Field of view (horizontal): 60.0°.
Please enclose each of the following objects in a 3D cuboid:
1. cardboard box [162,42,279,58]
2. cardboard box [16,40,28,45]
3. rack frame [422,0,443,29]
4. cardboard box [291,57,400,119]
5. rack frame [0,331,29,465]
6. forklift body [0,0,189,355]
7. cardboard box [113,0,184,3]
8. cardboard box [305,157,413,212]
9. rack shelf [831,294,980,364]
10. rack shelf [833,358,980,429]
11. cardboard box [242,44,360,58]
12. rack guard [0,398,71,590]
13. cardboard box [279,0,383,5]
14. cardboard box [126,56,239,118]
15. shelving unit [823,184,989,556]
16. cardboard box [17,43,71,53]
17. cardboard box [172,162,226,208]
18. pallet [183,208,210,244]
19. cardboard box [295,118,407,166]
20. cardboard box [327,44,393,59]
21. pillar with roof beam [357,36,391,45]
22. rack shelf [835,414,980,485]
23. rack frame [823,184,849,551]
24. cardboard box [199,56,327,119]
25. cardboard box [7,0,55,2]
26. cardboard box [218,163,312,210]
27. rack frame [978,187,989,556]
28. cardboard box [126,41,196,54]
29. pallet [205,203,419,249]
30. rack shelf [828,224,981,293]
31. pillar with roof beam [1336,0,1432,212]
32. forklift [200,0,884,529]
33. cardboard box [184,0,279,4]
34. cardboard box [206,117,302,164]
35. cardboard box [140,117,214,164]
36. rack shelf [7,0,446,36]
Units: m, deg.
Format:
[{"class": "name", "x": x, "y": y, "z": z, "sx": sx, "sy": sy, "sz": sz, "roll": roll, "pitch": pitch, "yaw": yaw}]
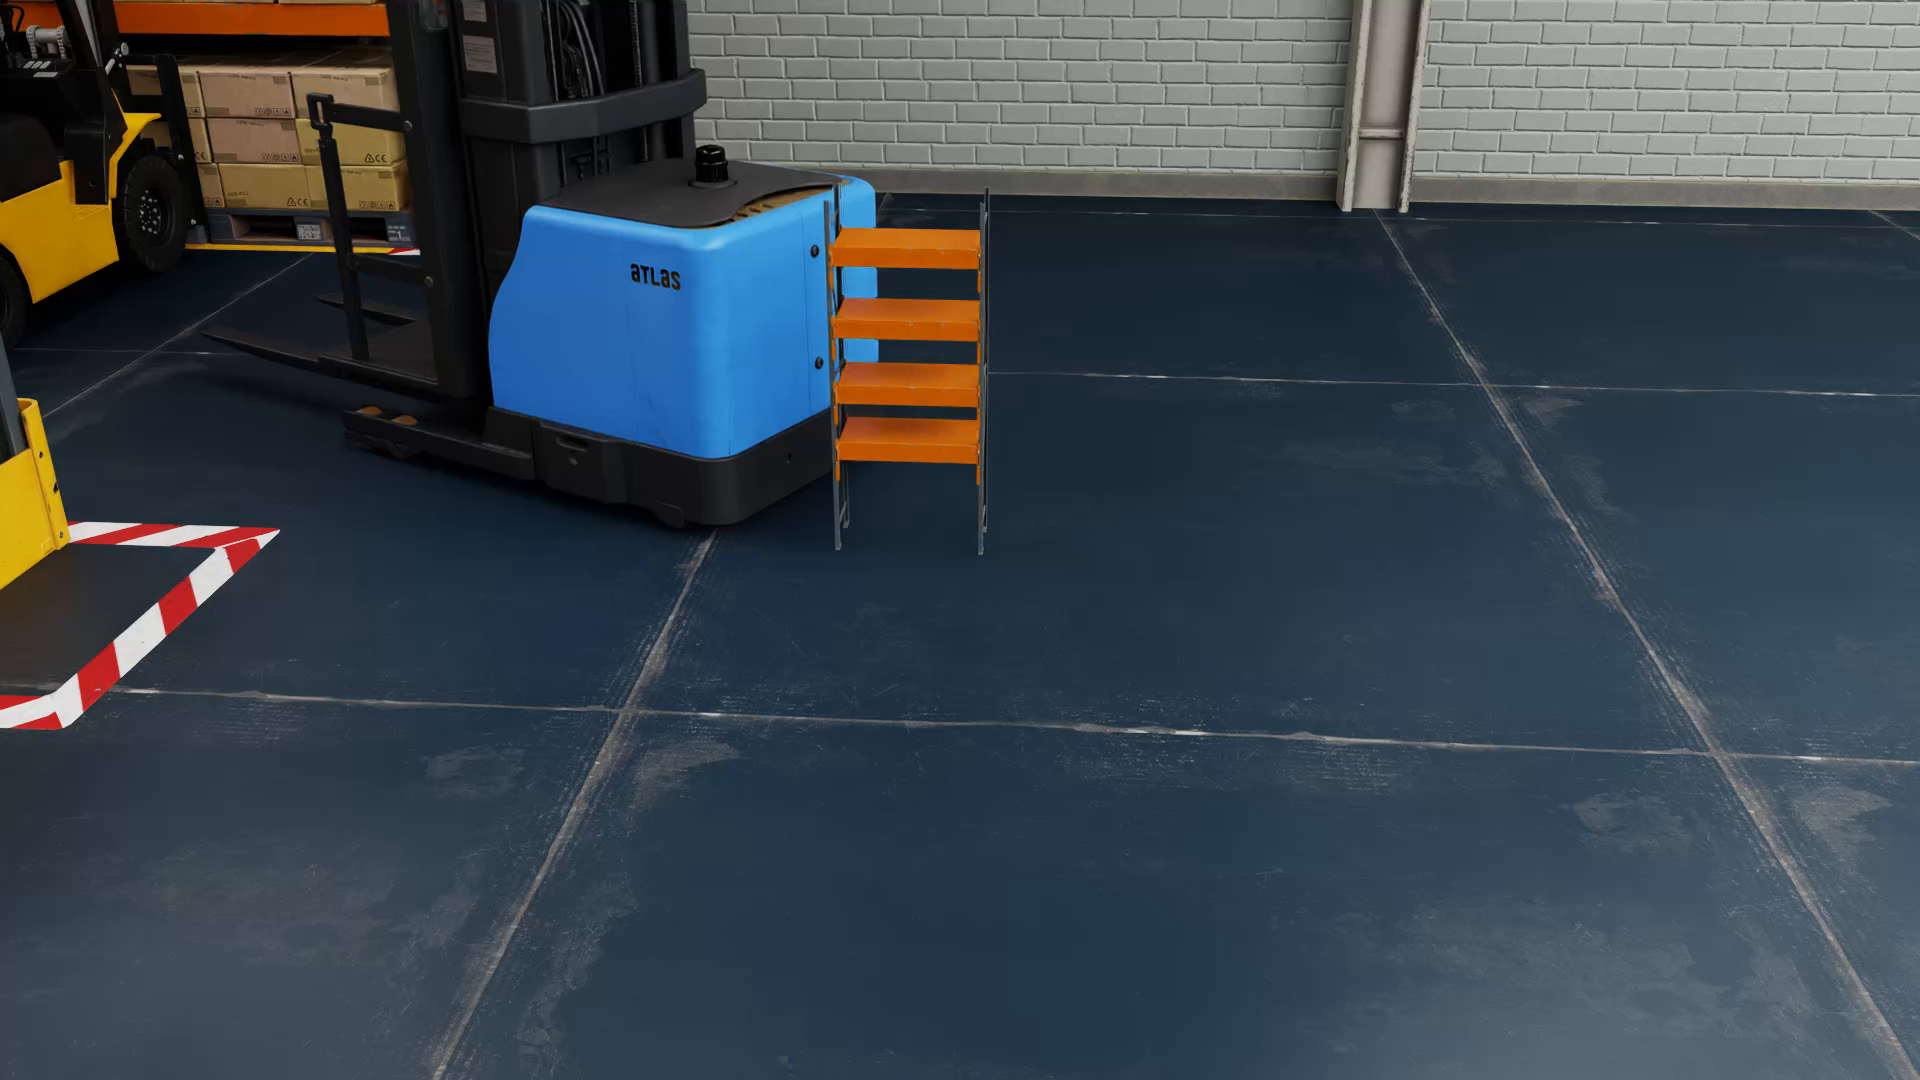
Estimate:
[{"class": "cardboard box", "x": -4.294, "y": -2.735, "z": 9.696, "sx": 0.500, "sy": 0.250, "sz": 0.500, "roll": 2, "pitch": 25, "yaw": 4}, {"class": "cardboard box", "x": -5.809, "y": -2.788, "z": 9.812, "sx": 0.500, "sy": 0.250, "sz": 0.500, "roll": 1, "pitch": 25, "yaw": 3}, {"class": "rack frame", "x": -2.833, "y": -3.210, "z": 9.137, "sx": 0.127, "sy": 3.000, "sz": 1.000, "roll": 2, "pitch": 25, "yaw": 4}, {"class": "cardboard box", "x": -3.316, "y": -2.490, "z": 9.164, "sx": 0.500, "sy": 0.250, "sz": 0.500, "roll": 3, "pitch": 25, "yaw": 6}, {"class": "rack frame", "x": -3.209, "y": -1.141, "z": 4.640, "sx": 0.127, "sy": 3.000, "sz": 1.000, "roll": 2, "pitch": 25, "yaw": 4}, {"class": "forklift body", "x": -4.863, "y": -2.124, "z": 7.794, "sx": 1.214, "sy": 2.155, "sz": 2.313, "roll": 2, "pitch": 25, "yaw": 4}, {"class": "cardboard box", "x": -4.371, "y": -3.198, "z": 8.992, "sx": 0.500, "sy": 0.500, "sz": 0.500, "roll": 1, "pitch": 25, "yaw": 3}, {"class": "cardboard box", "x": -3.326, "y": -2.035, "z": 9.370, "sx": 0.500, "sy": 0.250, "sz": 0.500, "roll": 2, "pitch": 25, "yaw": 4}, {"class": "rack shelf", "x": -0.165, "y": -0.692, "z": 5.445, "sx": 0.480, "sy": 0.148, "sz": 0.258, "roll": 2, "pitch": 25, "yaw": 4}, {"class": "rack shelf", "x": -0.165, "y": -0.489, "z": 5.539, "sx": 0.480, "sy": 0.148, "sz": 0.258, "roll": 2, "pitch": 25, "yaw": 4}, {"class": "cardboard box", "x": -3.796, "y": -2.714, "z": 9.651, "sx": 0.500, "sy": 0.250, "sz": 0.500, "roll": 2, "pitch": 25, "yaw": 4}, {"class": "rack guard", "x": -3.285, "y": -0.008, "z": 5.168, "sx": 0.348, "sy": 0.500, "sz": 1.175, "roll": 2, "pitch": 25, "yaw": 4}, {"class": "cardboard box", "x": -3.344, "y": -3.161, "z": 8.912, "sx": 0.500, "sy": 0.500, "sz": 0.500, "roll": 1, "pitch": 25, "yaw": 3}, {"class": "cardboard box", "x": -4.329, "y": -2.516, "z": 9.220, "sx": 0.500, "sy": 0.250, "sz": 0.500, "roll": 2, "pitch": 25, "yaw": 5}, {"class": "shelving unit", "x": -0.165, "y": -0.550, "z": 5.511, "sx": 0.503, "sy": 1.200, "sz": 0.258, "roll": 2, "pitch": 25, "yaw": 4}, {"class": "cardboard box", "x": -5.306, "y": -2.767, "z": 9.765, "sx": 0.500, "sy": 0.250, "sz": 0.500, "roll": 2, "pitch": 25, "yaw": 4}, {"class": "cardboard box", "x": -4.319, "y": -2.074, "z": 9.456, "sx": 0.500, "sy": 0.250, "sz": 0.500, "roll": 2, "pitch": 25, "yaw": 5}, {"class": "pallet", "x": -4.812, "y": -1.990, "z": 9.822, "sx": 1.213, "sy": 0.211, "sz": 1.003, "roll": 2, "pitch": 25, "yaw": 4}, {"class": "cardboard box", "x": -3.342, "y": -2.264, "z": 9.270, "sx": 0.500, "sy": 0.250, "sz": 0.500, "roll": 2, "pitch": 25, "yaw": 3}, {"class": "cardboard box", "x": -3.298, "y": -2.700, "z": 9.620, "sx": 0.500, "sy": 0.250, "sz": 0.500, "roll": 1, "pitch": 25, "yaw": 3}, {"class": "pillar with roof beam", "x": -3.788, "y": -4.539, "z": 4.848, "sx": 0.400, "sy": 9.000, "sz": 9.100, "roll": 2, "pitch": 25, "yaw": 4}, {"class": "rack shelf", "x": -0.165, "y": -0.309, "z": 5.622, "sx": 0.480, "sy": 0.148, "sz": 0.258, "roll": 2, "pitch": 25, "yaw": 4}, {"class": "rack frame", "x": -0.408, "y": -0.558, "z": 5.528, "sx": 0.015, "sy": 1.200, "sz": 0.240, "roll": 2, "pitch": 25, "yaw": 4}, {"class": "cardboard box", "x": -3.826, "y": -2.504, "z": 9.194, "sx": 0.500, "sy": 0.250, "sz": 0.500, "roll": 2, "pitch": 25, "yaw": 5}, {"class": "cardboard box", "x": -4.873, "y": -3.210, "z": 9.017, "sx": 0.500, "sy": 0.500, "sz": 0.500, "roll": 2, "pitch": 25, "yaw": 4}, {"class": "cardboard box", "x": -3.821, "y": -2.054, "z": 9.413, "sx": 0.500, "sy": 0.250, "sz": 0.500, "roll": 2, "pitch": 25, "yaw": 4}, {"class": "rack frame", "x": 0.078, "y": -0.543, "z": 5.494, "sx": 0.015, "sy": 1.200, "sz": 0.240, "roll": 2, "pitch": 25, "yaw": 4}, {"class": "cardboard box", "x": -4.804, "y": -2.754, "z": 9.737, "sx": 0.500, "sy": 0.250, "sz": 0.500, "roll": 1, "pitch": 25, "yaw": 3}, {"class": "pallet", "x": -3.599, "y": -1.950, "z": 9.735, "sx": 1.213, "sy": 0.211, "sz": 1.003, "roll": 2, "pitch": 25, "yaw": 4}, {"class": "rack shelf", "x": -0.165, "y": -0.907, "z": 5.346, "sx": 0.480, "sy": 0.148, "sz": 0.258, "roll": 2, "pitch": 25, "yaw": 4}, {"class": "pillar with roof beam", "x": 2.195, "y": -4.347, "z": 4.431, "sx": 0.400, "sy": 9.000, "sz": 9.100, "roll": 2, "pitch": 25, "yaw": 4}, {"class": "forklift", "x": -1.817, "y": -1.816, "z": 6.191, "sx": 3.031, "sy": 2.935, "sz": 1.130, "roll": 14, "pitch": 28, "yaw": 28}, {"class": "cardboard box", "x": -3.860, "y": -3.182, "z": 8.957, "sx": 0.500, "sy": 0.500, "sz": 0.500, "roll": 3, "pitch": 25, "yaw": 6}, {"class": "cardboard box", "x": -3.842, "y": -2.284, "z": 9.315, "sx": 0.500, "sy": 0.250, "sz": 0.500, "roll": 2, "pitch": 25, "yaw": 3}, {"class": "cardboard box", "x": -4.358, "y": -2.292, "z": 9.331, "sx": 0.500, "sy": 0.250, "sz": 0.500, "roll": 1, "pitch": 25, "yaw": 3}, {"class": "rack shelf", "x": -4.827, "y": -2.947, "z": 9.426, "sx": 4.000, "sy": 0.370, "sz": 1.077, "roll": 2, "pitch": 25, "yaw": 4}]
